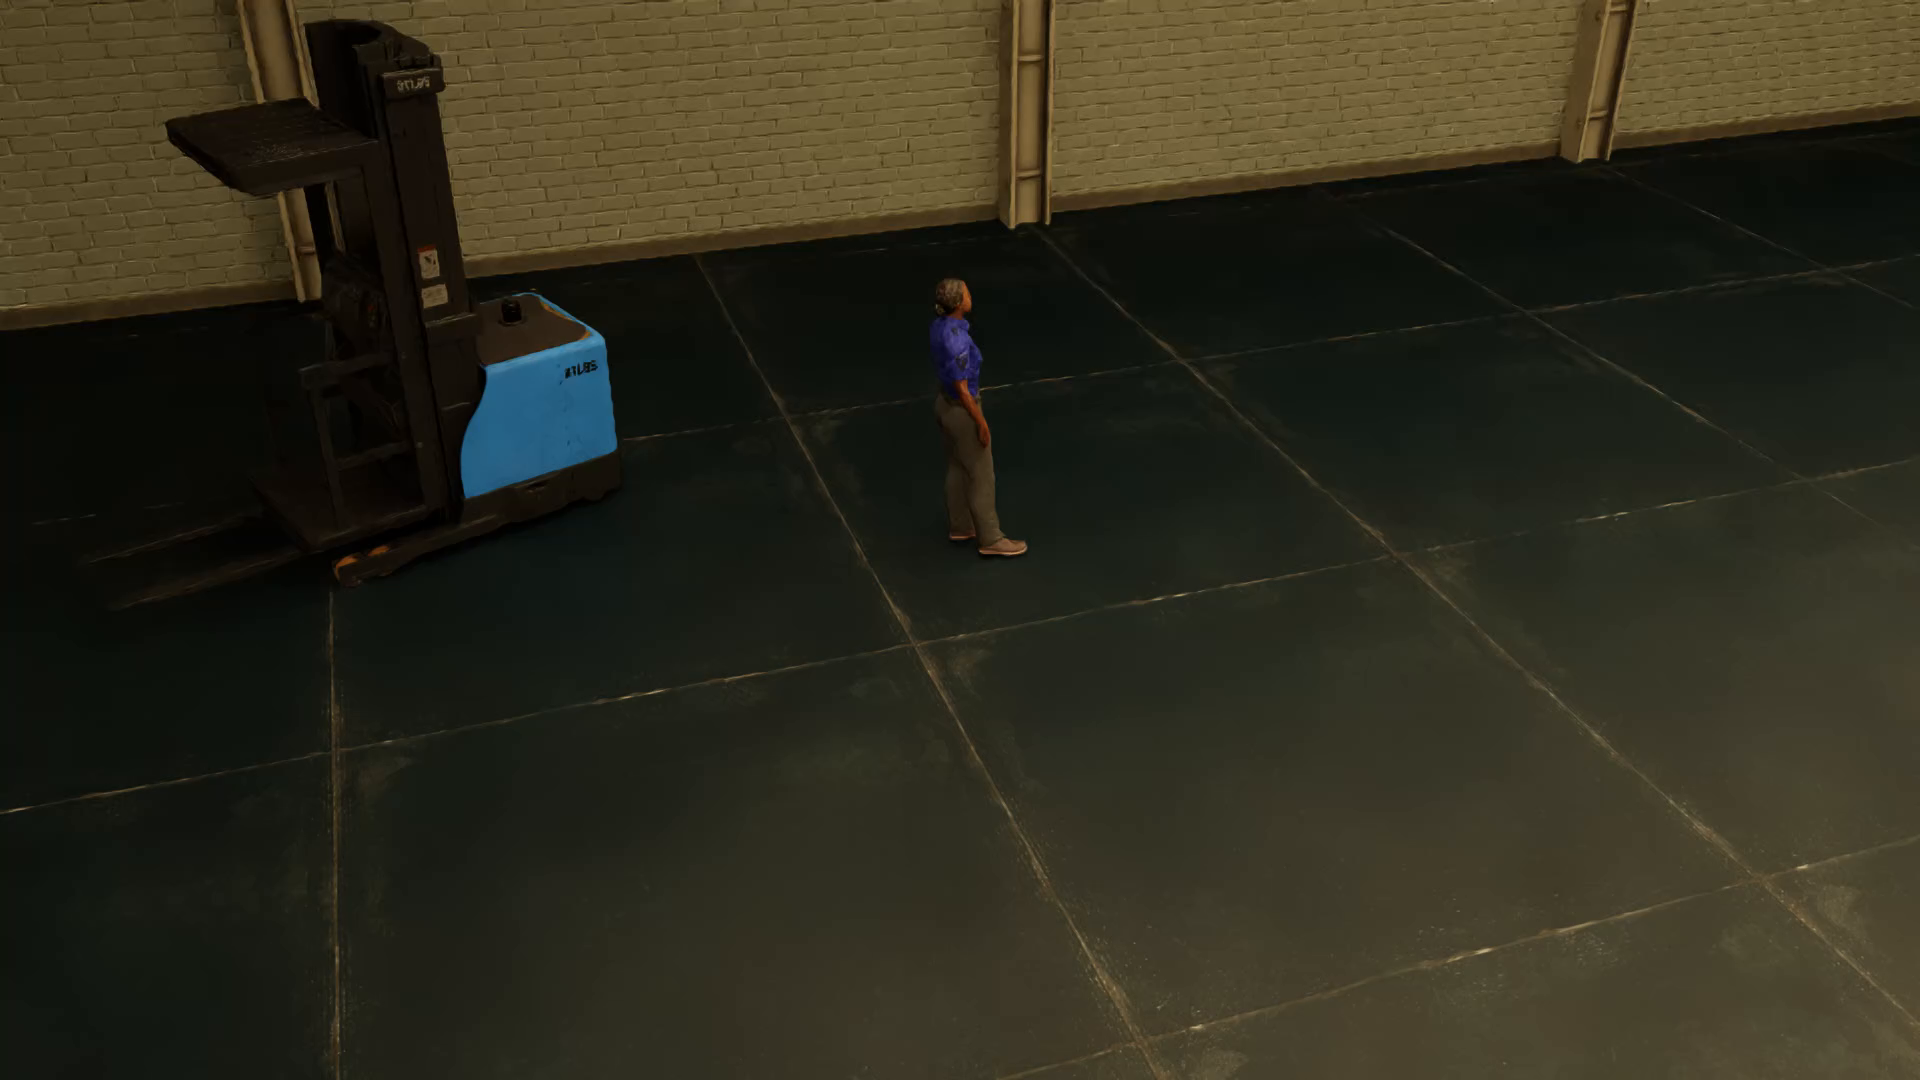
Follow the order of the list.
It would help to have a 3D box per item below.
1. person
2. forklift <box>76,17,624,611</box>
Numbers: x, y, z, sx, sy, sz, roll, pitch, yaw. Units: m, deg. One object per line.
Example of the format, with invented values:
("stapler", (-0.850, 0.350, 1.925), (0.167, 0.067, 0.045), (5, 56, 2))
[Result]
("person", (0.089, -0.723, 9.621), (0.503, 1.642, 0.570), (-10, 31, -16))
("forklift", (-3.596, -1.300, 9.347), (3.031, 2.935, 1.130), (-22, 36, -33))
